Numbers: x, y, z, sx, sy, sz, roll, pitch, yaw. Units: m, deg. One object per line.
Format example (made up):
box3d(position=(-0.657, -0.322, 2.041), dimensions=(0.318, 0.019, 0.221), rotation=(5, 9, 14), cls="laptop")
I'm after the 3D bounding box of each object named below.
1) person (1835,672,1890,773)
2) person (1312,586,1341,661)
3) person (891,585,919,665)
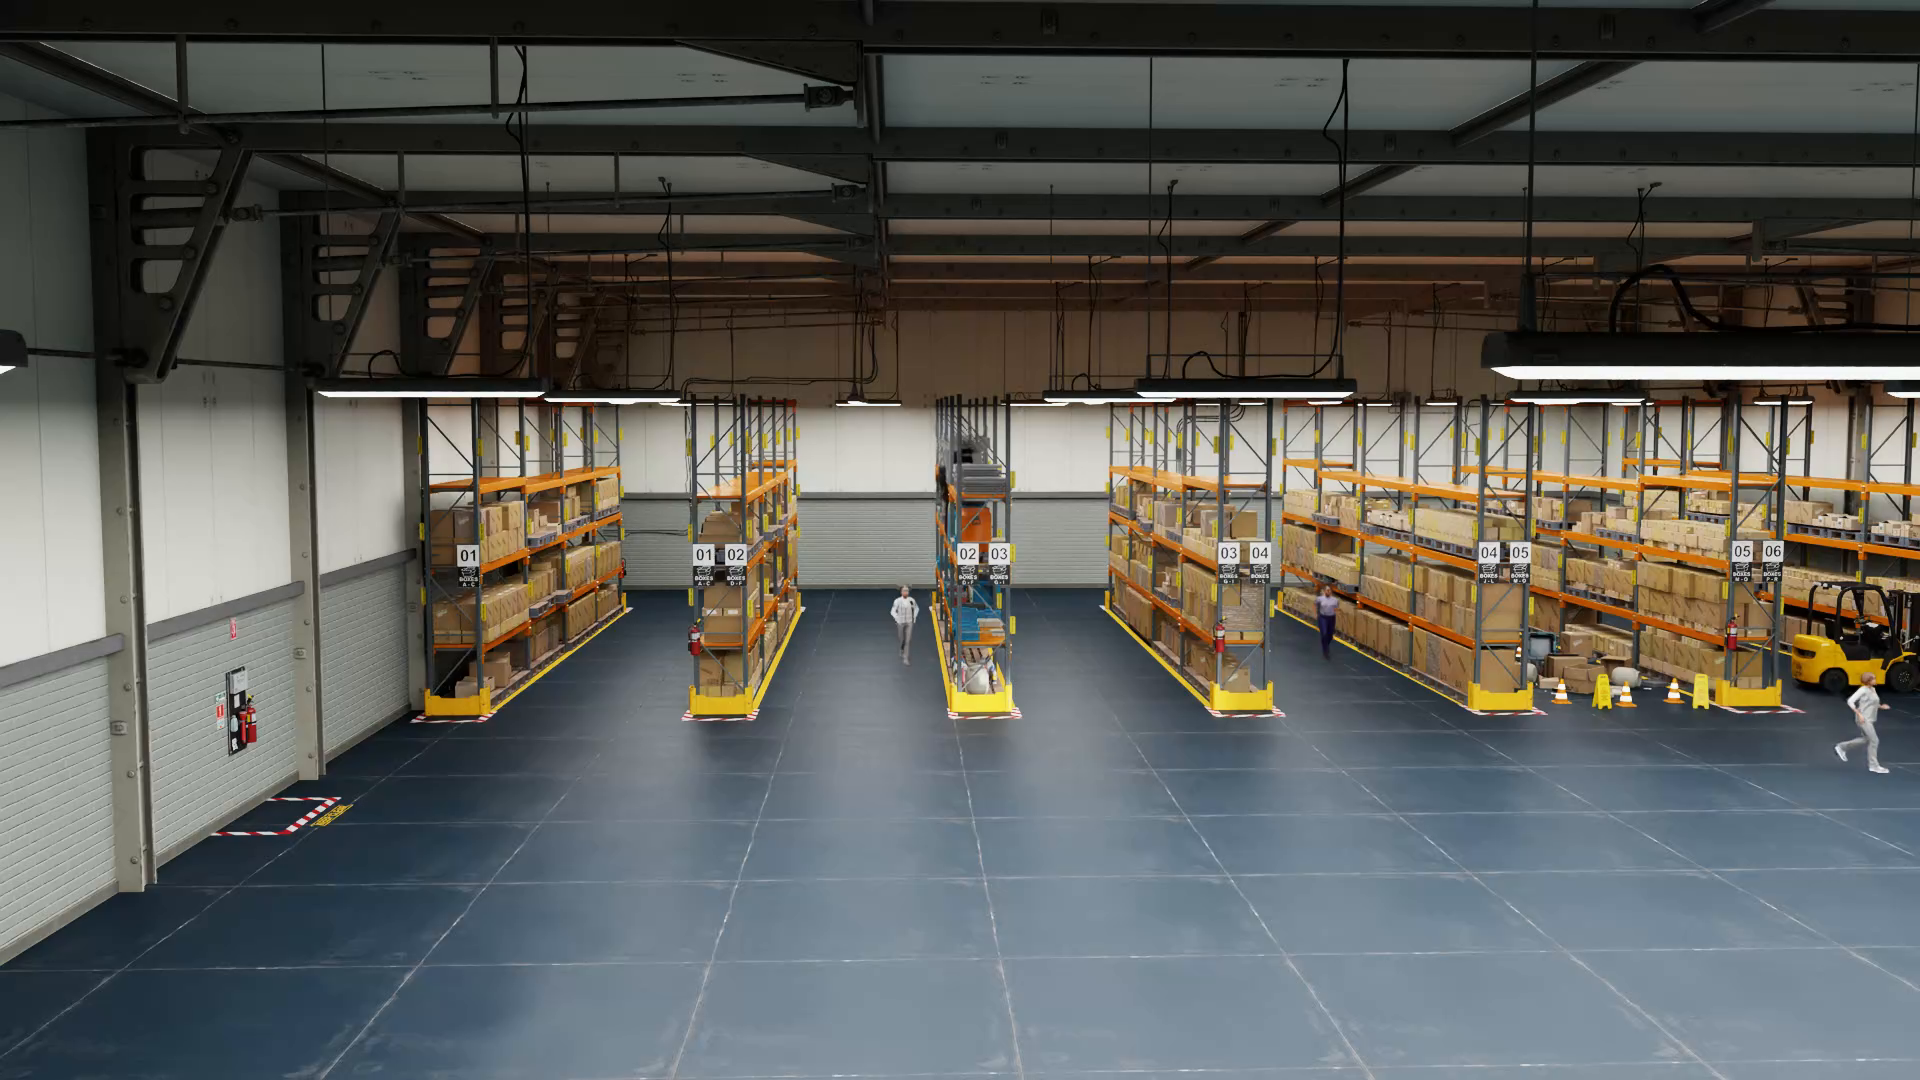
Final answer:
box3d(position=(14.259, 2.855, 26.267), dimensions=(0.538, 1.576, 0.804), rotation=(-4, 6, -43), cls="person")
box3d(position=(8.439, 1.879, 38.234), dimensions=(0.594, 1.671, 0.895), rotation=(-1, 5, -7), cls="person")
box3d(position=(-1.169, 1.797, 35.747), dimensions=(0.617, 1.695, 0.664), rotation=(-1, 5, -7), cls="person")
